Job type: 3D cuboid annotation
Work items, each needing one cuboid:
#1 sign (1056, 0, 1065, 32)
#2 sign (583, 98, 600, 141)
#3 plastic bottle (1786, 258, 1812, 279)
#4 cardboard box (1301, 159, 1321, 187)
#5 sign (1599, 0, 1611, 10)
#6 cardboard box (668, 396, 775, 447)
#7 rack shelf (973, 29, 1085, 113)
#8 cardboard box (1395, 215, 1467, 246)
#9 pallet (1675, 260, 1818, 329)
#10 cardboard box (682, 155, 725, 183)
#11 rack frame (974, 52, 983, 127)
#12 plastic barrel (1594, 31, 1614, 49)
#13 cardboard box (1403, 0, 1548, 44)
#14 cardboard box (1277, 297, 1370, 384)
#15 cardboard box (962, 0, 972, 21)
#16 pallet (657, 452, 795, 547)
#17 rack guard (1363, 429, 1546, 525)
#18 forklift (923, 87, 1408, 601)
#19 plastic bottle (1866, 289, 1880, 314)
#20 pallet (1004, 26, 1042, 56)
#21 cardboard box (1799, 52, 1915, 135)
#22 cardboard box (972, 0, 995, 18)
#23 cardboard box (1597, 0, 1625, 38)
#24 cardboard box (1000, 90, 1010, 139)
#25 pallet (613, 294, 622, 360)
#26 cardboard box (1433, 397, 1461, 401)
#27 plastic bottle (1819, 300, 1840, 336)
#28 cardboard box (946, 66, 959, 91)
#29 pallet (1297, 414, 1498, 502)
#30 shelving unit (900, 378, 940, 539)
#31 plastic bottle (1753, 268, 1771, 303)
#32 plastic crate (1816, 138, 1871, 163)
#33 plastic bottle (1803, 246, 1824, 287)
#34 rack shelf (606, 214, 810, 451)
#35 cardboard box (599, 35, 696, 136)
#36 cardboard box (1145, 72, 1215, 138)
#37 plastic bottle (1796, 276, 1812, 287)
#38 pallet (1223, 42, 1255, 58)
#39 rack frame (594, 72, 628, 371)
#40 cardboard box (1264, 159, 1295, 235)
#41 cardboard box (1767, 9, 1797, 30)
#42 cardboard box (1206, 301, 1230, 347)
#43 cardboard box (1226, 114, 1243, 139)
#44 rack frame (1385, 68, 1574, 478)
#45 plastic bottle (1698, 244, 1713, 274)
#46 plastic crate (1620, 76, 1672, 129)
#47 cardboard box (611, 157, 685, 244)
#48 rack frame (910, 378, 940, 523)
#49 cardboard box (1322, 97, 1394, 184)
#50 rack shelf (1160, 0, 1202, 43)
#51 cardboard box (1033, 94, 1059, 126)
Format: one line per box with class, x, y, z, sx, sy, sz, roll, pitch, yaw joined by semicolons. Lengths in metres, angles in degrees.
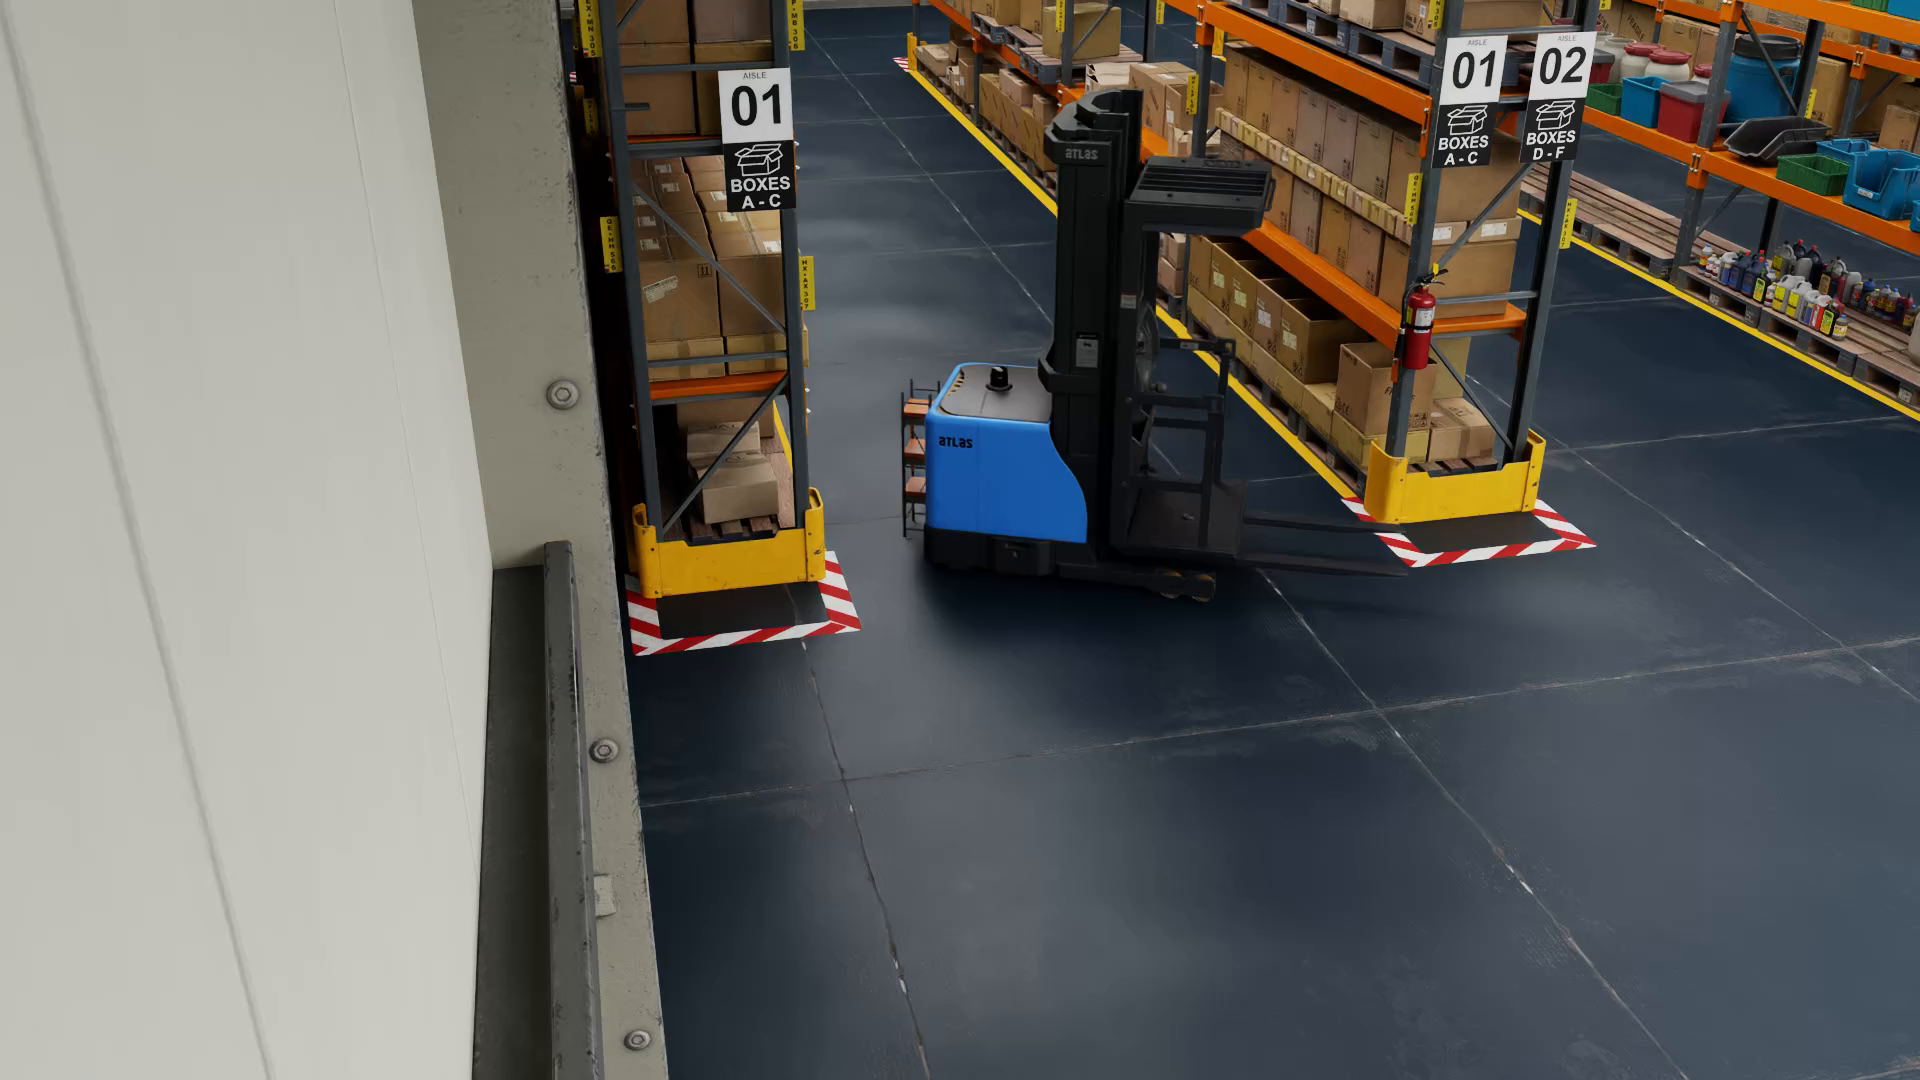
sign;1.059;-5.508;17.484;0.100;0.325;0.005;-6;27;-12
sign;-2.879;-3.284;12.990;0.100;0.325;0.005;-6;27;-12
plastic bottle;7.644;-2.448;15.153;0.152;0.276;0.135;-6;27;-12
cardboard box;2.765;-2.738;12.360;0.380;0.149;0.250;-6;27;-12
sign;3.930;-3.393;10.102;0.100;0.325;0.005;-6;27;-12
cardboard box;-1.751;-1.040;12.114;0.700;0.500;0.500;-8;28;-15
rack shelf;1.135;-5.643;19.746;1.077;0.370;4.000;-6;27;-12
cardboard box;3.116;-2.057;11.012;0.380;0.149;0.250;-6;27;-12
pallet;7.424;-2.288;15.394;1.003;0.211;1.213;-6;27;-12
cardboard box;-1.710;-2.485;12.004;0.500;0.500;0.500;-7;28;-13
rack frame;0.684;-6.842;21.324;1.000;3.000;0.127;-6;27;-12
plastic barrel;6.852;-5.208;17.961;0.421;0.512;0.421;0;27;0
cardboard box;3.263;-3.462;10.562;0.797;0.503;0.637;-4;27;-8
cardboard box;2.738;-1.512;12.516;0.500;0.500;0.500;-6;27;-12
cardboard box;0.321;-7.080;21.684;0.500;0.500;0.500;-6;27;-11
pallet;-1.603;-0.218;11.295;1.003;0.211;1.213;-6;27;-12
rack guard;3.394;-0.448;11.429;1.175;0.500;0.348;-6;27;-12
forklift;1.338;-1.190;10.202;3.031;2.935;1.130;6;27;11
plastic bottle;7.988;-2.088;14.522;0.097;0.201;0.097;0;27;0
pallet;1.143;-5.854;19.578;1.003;0.211;1.213;-6;27;-12
cardboard box;11.102;-5.635;20.823;1.225;0.875;0.875;-7;28;-14
cardboard box;0.573;-6.844;20.749;0.700;0.500;0.500;-16;31;-29
cardboard box;10.063;-7.778;25.070;0.875;0.875;0.875;-6;27;-12
cardboard box;0.792;-5.232;20.420;0.500;0.500;0.500;-6;27;-11
pallet;-2.516;-1.922;14.671;1.003;0.211;1.213;-6;27;-12
cardboard box;3.368;-1.011;12.357;0.500;0.250;0.500;-6;27;-12
plastic bottle;7.330;-1.870;14.000;0.061;0.283;0.133;-5;27;-10
cardboard box;0.110;-6.389;22.921;0.500;0.311;0.500;-6;27;-12
pallet;3.175;-0.661;12.171;1.003;0.211;1.213;-6;27;-12
shelving unit;-0.254;-0.525;10.971;0.215;1.050;0.252;6;27;11
plastic bottle;7.130;-2.259;14.770;0.061;0.283;0.133;-5;27;-9
plastic crate;7.827;-3.307;14.484;0.499;0.251;0.616;-6;27;-12
plastic bottle;7.783;-2.508;15.187;0.144;0.351;0.185;-7;28;-14
rack shelf;-1.888;-1.626;11.788;1.077;0.370;4.000;-6;27;-12
cardboard box;-1.778;-2.620;9.496;0.500;0.500;0.500;-4;27;-8
cardboard box;2.098;-4.165;15.908;0.500;0.500;0.500;-6;27;-12
plastic bottle;7.368;-2.172;14.605;0.152;0.276;0.135;-6;27;-12
pallet;4.757;-7.489;25.699;1.003;0.211;1.213;-6;27;-12
rack frame;-2.339;-2.826;13.366;1.000;3.000;0.127;-6;27;-12
cardboard box;2.827;-2.729;13.064;0.700;0.500;0.500;-6;27;-11
cardboard box;10.658;-6.774;21.077;0.500;0.500;0.500;-7;28;-13
cardboard box;2.404;-1.836;13.990;0.500;0.250;0.500;-6;27;-12
cardboard box;2.415;-3.417;13.706;0.380;0.149;0.250;-6;27;-11
rack frame;3.388;-1.574;10.886;1.000;3.000;0.127;-6;27;-12
plastic bottle;6.958;-2.626;15.509;0.097;0.271;0.097;0;27;0
plastic crate;6.762;-4.277;16.259;0.392;0.384;0.575;-6;27;-12
cardboard box;-2.216;-2.428;11.890;0.500;0.500;0.500;-5;27;-10
rack frame;-0.228;-0.578;11.077;0.200;1.050;0.008;6;27;11
cardboard box;3.045;-2.879;11.921;0.700;0.500;0.500;-6;27;-11
rack shelf;2.036;-5.226;15.591;1.077;0.370;4.000;-6;27;-12
cardboard box;1.129;-4.912;18.954;0.500;0.250;0.500;-5;27;-10
